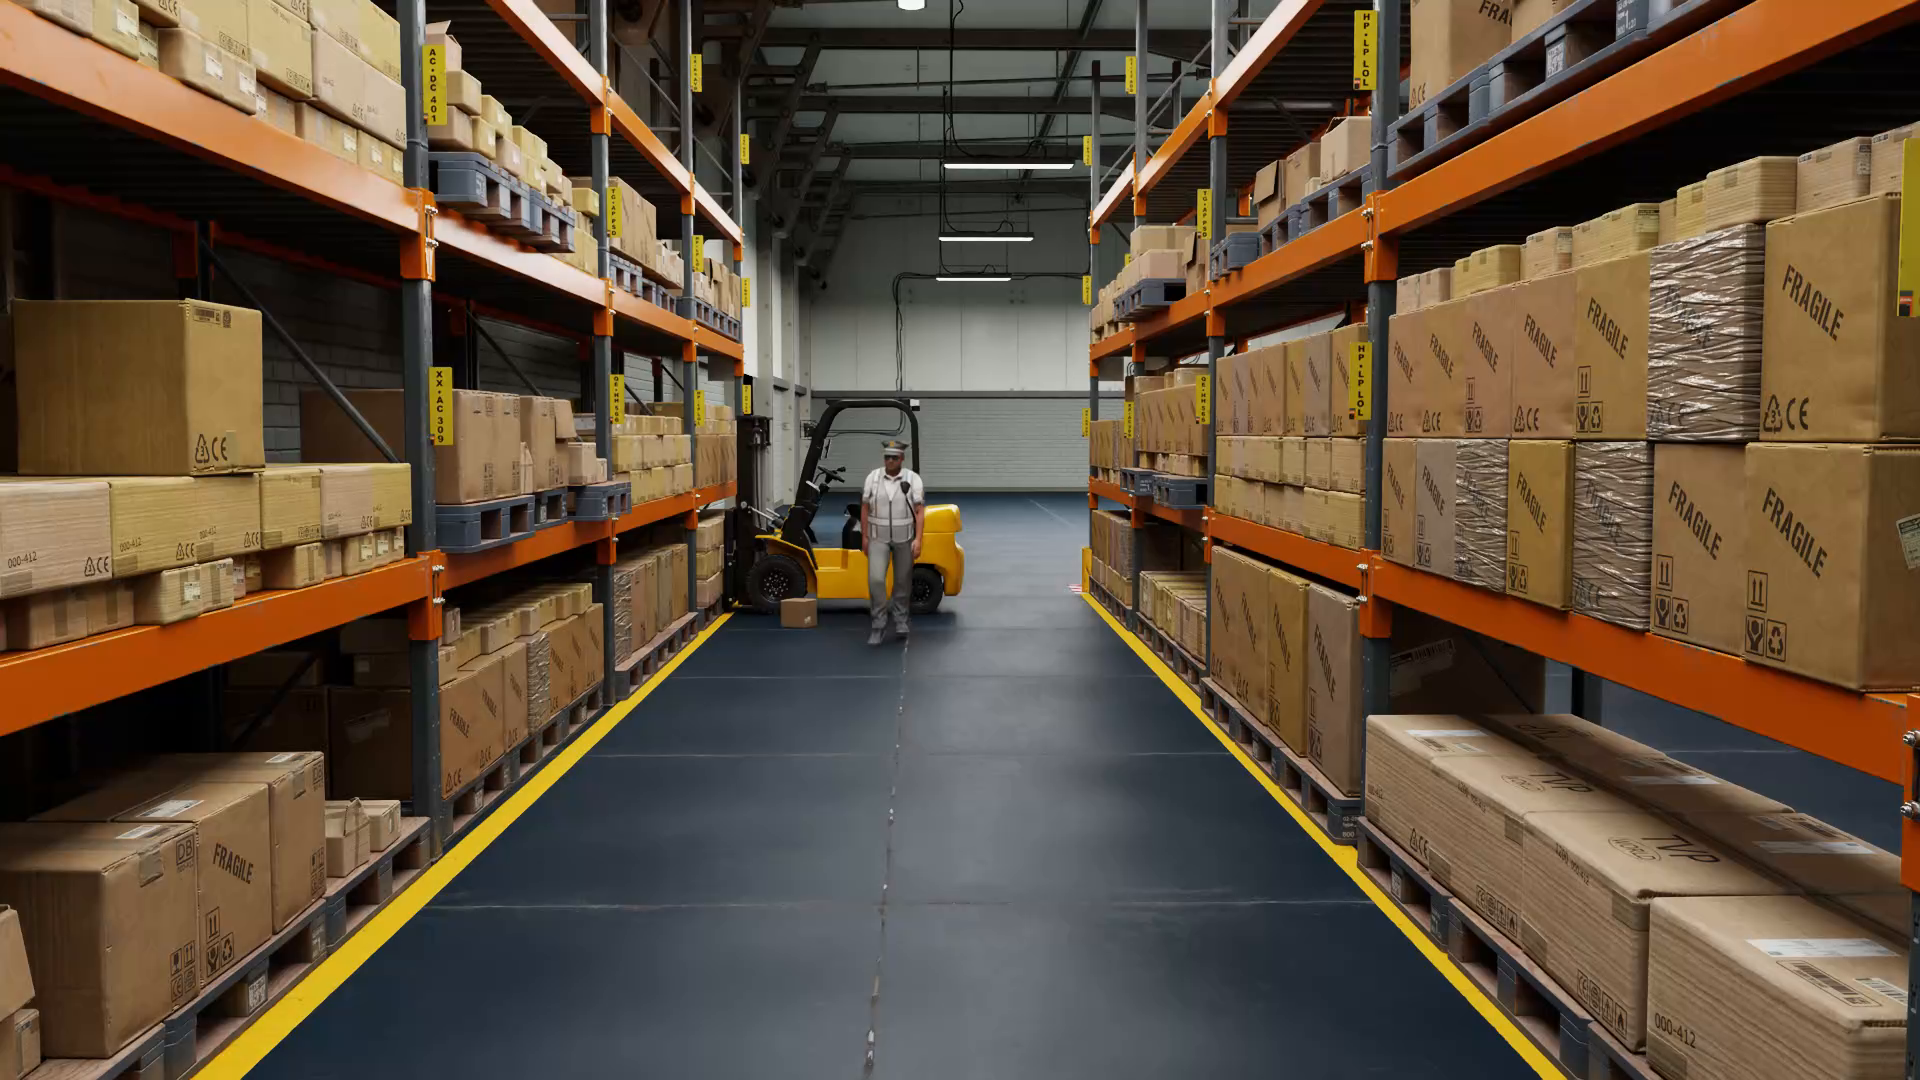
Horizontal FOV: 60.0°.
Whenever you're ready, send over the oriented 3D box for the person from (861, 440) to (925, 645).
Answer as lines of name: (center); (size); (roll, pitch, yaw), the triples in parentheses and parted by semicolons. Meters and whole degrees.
person: (-0.590, 0.037, 14.560); (0.559, 1.823, 0.708); (0, 4, -2)
